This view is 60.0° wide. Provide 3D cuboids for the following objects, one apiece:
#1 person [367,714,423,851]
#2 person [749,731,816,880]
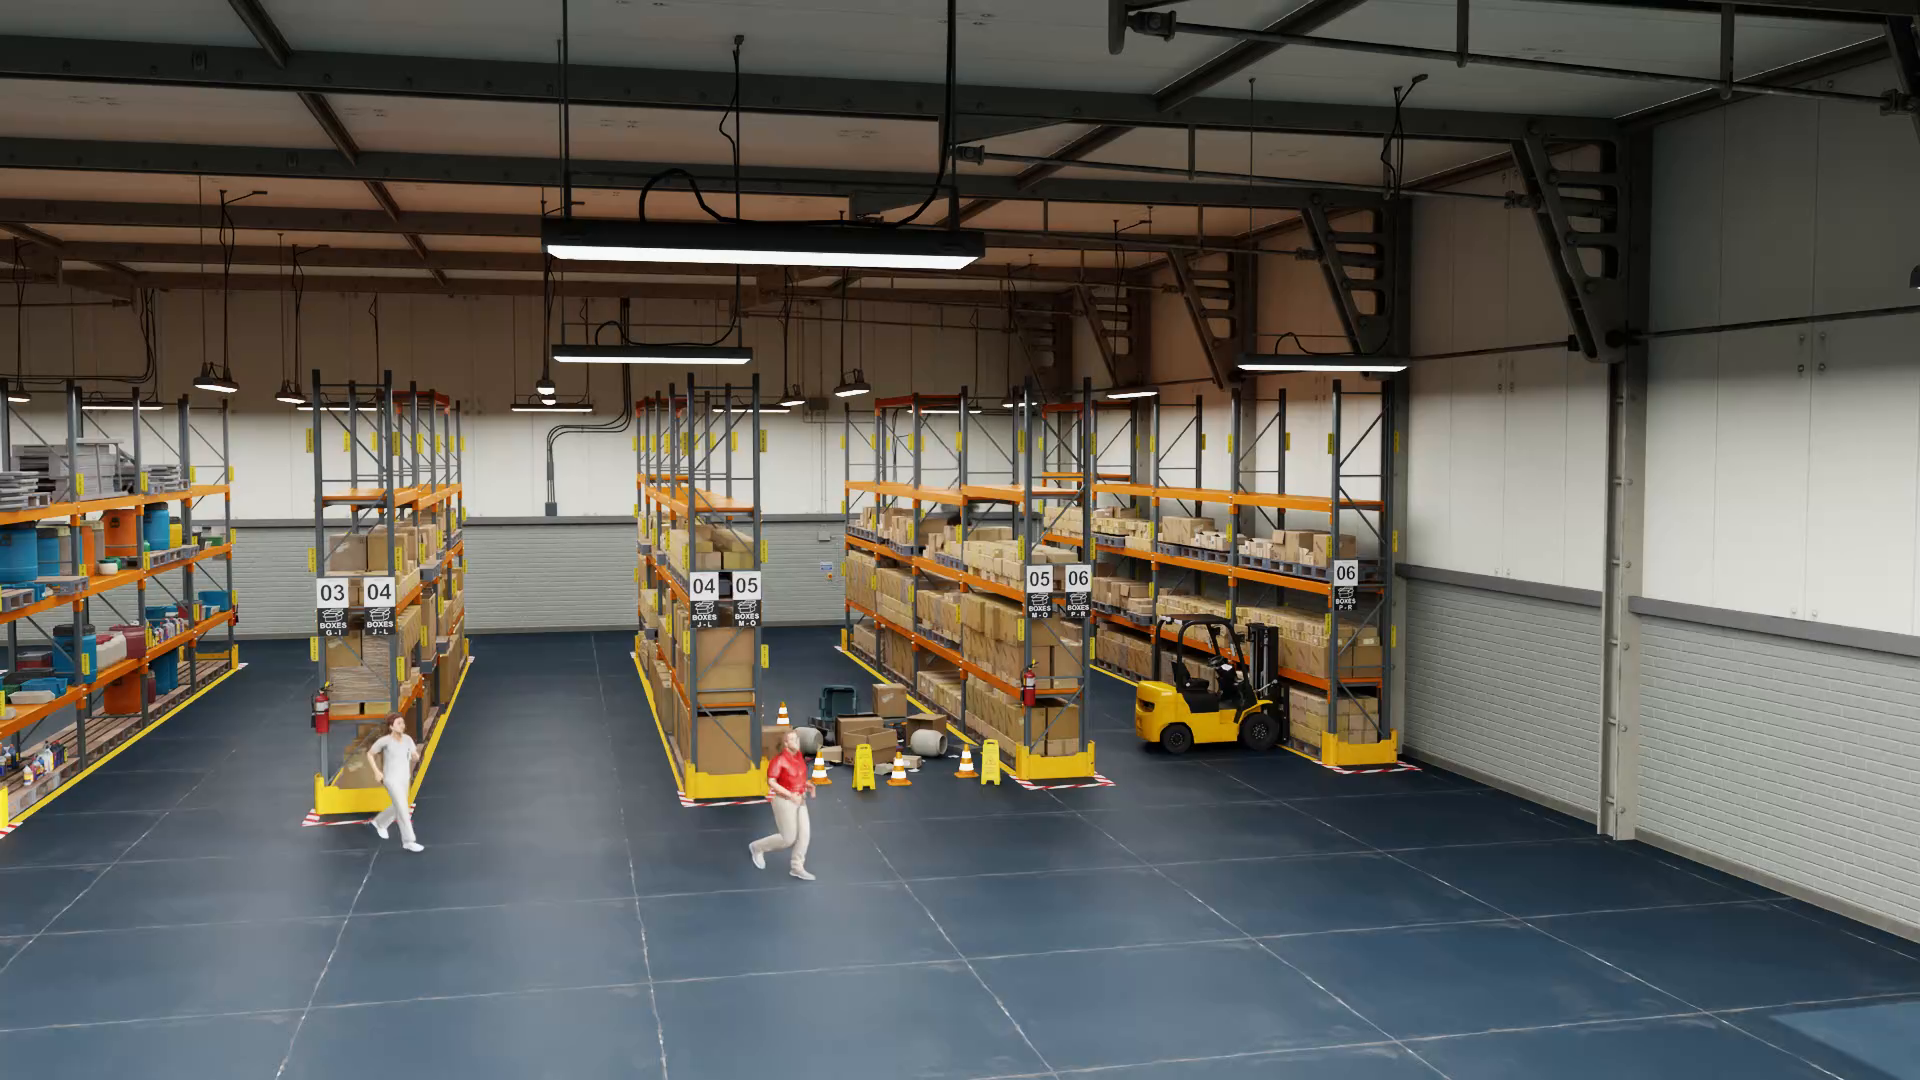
[{"bbox_3d":[-6.961,2.957,20.490,0.950,1.653,0.569,2,4,31],"label":"person"},{"bbox_3d":[-2.013,3.054,19.253,0.771,1.718,0.668,2,4,28],"label":"person"}]
